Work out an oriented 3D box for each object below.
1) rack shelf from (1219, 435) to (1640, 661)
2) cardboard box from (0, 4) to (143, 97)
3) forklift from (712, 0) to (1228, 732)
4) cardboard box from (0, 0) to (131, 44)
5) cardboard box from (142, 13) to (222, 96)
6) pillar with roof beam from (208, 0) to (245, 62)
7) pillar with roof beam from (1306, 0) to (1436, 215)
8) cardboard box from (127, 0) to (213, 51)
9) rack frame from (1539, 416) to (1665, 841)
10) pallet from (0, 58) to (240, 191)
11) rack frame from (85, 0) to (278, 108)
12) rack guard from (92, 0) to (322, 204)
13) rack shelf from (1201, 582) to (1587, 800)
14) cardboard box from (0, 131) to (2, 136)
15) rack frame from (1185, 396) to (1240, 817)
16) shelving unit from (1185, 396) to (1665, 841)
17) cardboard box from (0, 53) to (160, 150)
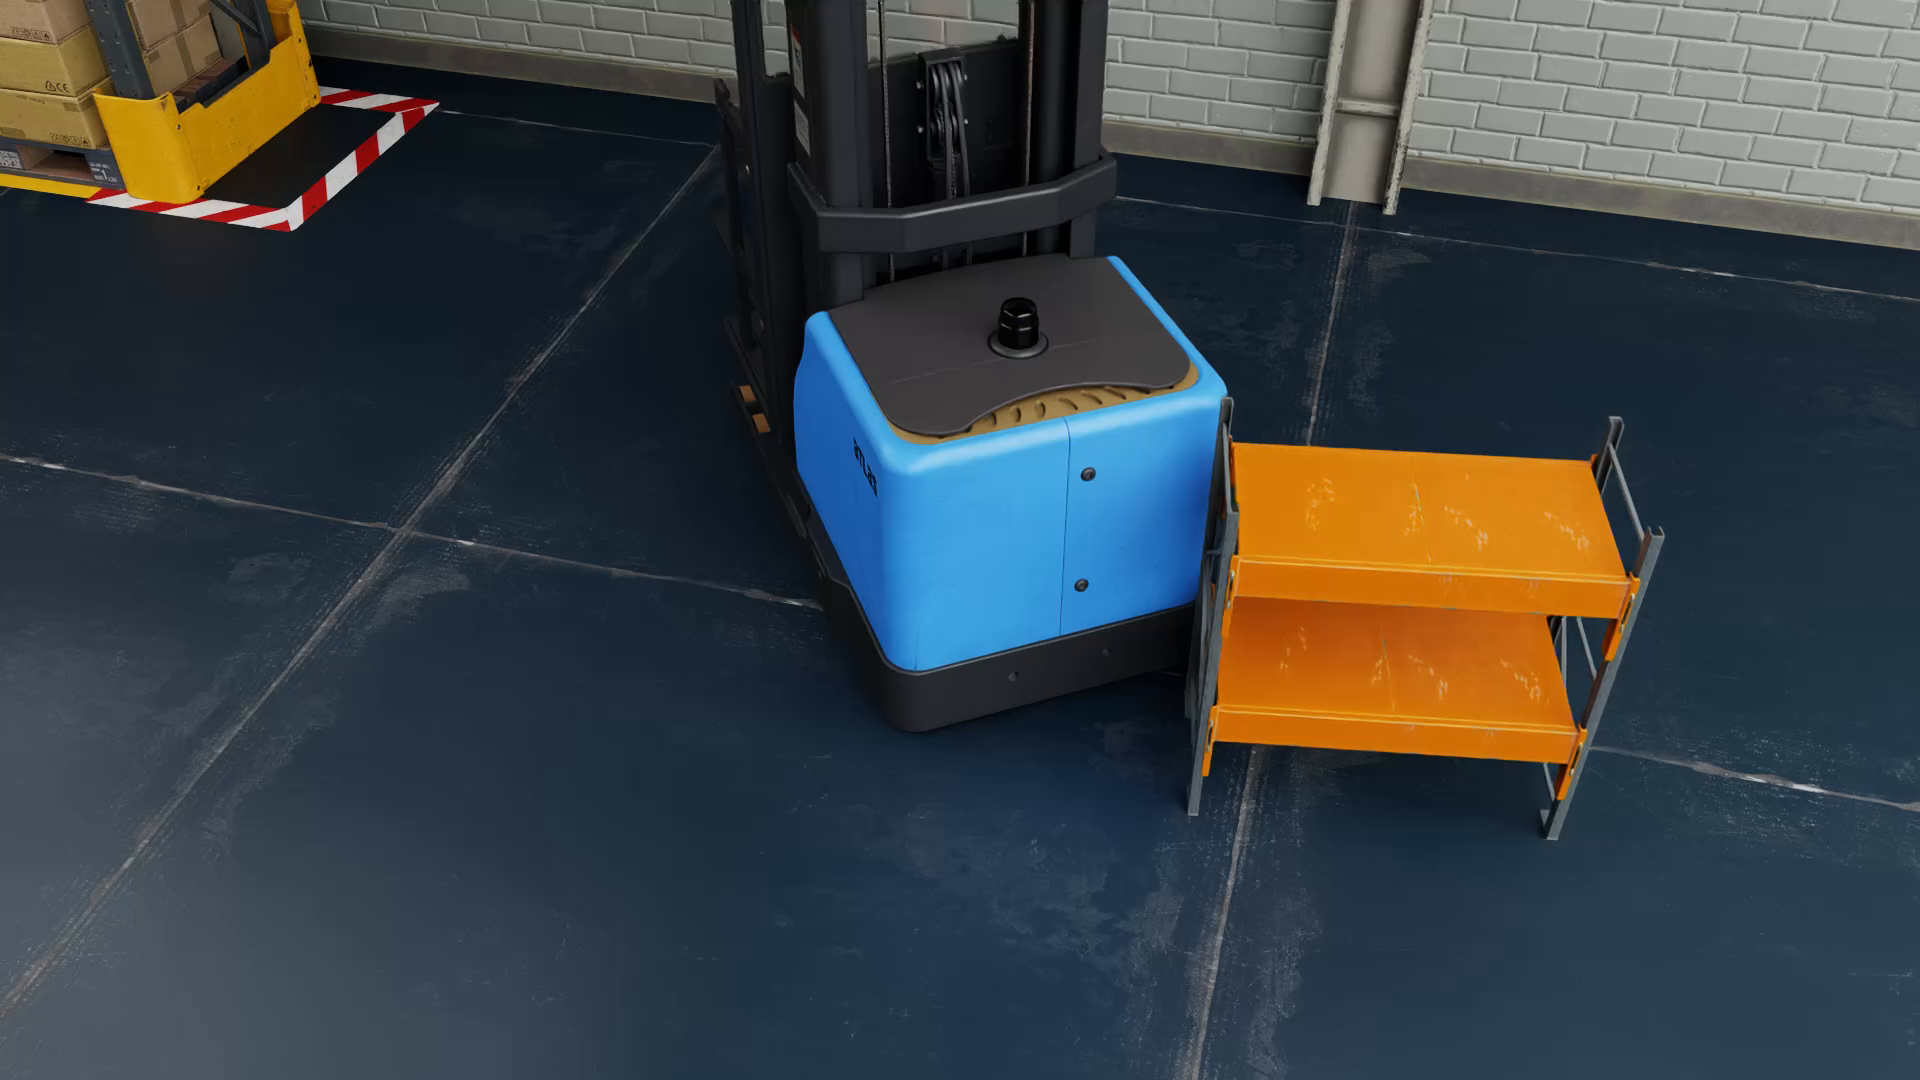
[{"bbox_3d":[1.200,0.011,4.407,1.000,0.278,0.538,3,40,4],"label":"rack shelf"},{"bbox_3d":[-4.099,-2.249,7.518,0.500,0.250,0.500,9,41,11],"label":"cardboard box"},{"bbox_3d":[-0.217,-1.507,5.265,1.130,2.935,3.031,-13,42,-15],"label":"forklift"},{"bbox_3d":[-4.074,-2.437,7.353,0.500,0.250,0.500,11,41,13],"label":"cardboard box"},{"bbox_3d":[-3.972,-2.374,8.056,0.500,0.250,0.500,10,41,12],"label":"cardboard box"},{"bbox_3d":[-5.100,-3.361,2.755,0.400,9.000,9.100,10,41,11],"label":"pillar with roof beam"},{"bbox_3d":[0.696,-2.364,1.568,0.400,9.000,9.100,10,41,11],"label":"pillar with roof beam"},{"bbox_3d":[-3.949,-2.570,7.900,0.500,0.250,0.500,10,41,12],"label":"cardboard box"},{"bbox_3d":[1.706,0.265,4.560,0.032,1.125,0.500,3,40,4],"label":"rack frame"},{"bbox_3d":[-4.298,-2.096,8.082,1.213,0.211,1.003,10,41,11],"label":"pallet"},{"bbox_3d":[-3.548,-3.063,7.065,0.127,3.000,1.000,10,41,11],"label":"rack frame"},{"bbox_3d":[-3.525,-2.102,7.864,0.348,0.500,1.175,10,41,11],"label":"rack guard"},{"bbox_3d":[1.200,0.423,4.752,1.000,0.278,0.538,3,40,4],"label":"rack shelf"},{"bbox_3d":[-4.562,-2.141,7.779,0.500,0.250,0.500,10,41,11],"label":"cardboard box"},{"bbox_3d":[0.693,0.207,4.629,0.032,1.125,0.500,3,40,4],"label":"rack frame"},{"bbox_3d":[1.200,0.236,4.595,1.048,1.125,0.538,3,40,4],"label":"shelving unit"},{"bbox_3d":[-4.084,-2.053,7.673,0.500,0.250,0.500,10,41,12],"label":"cardboard box"}]
